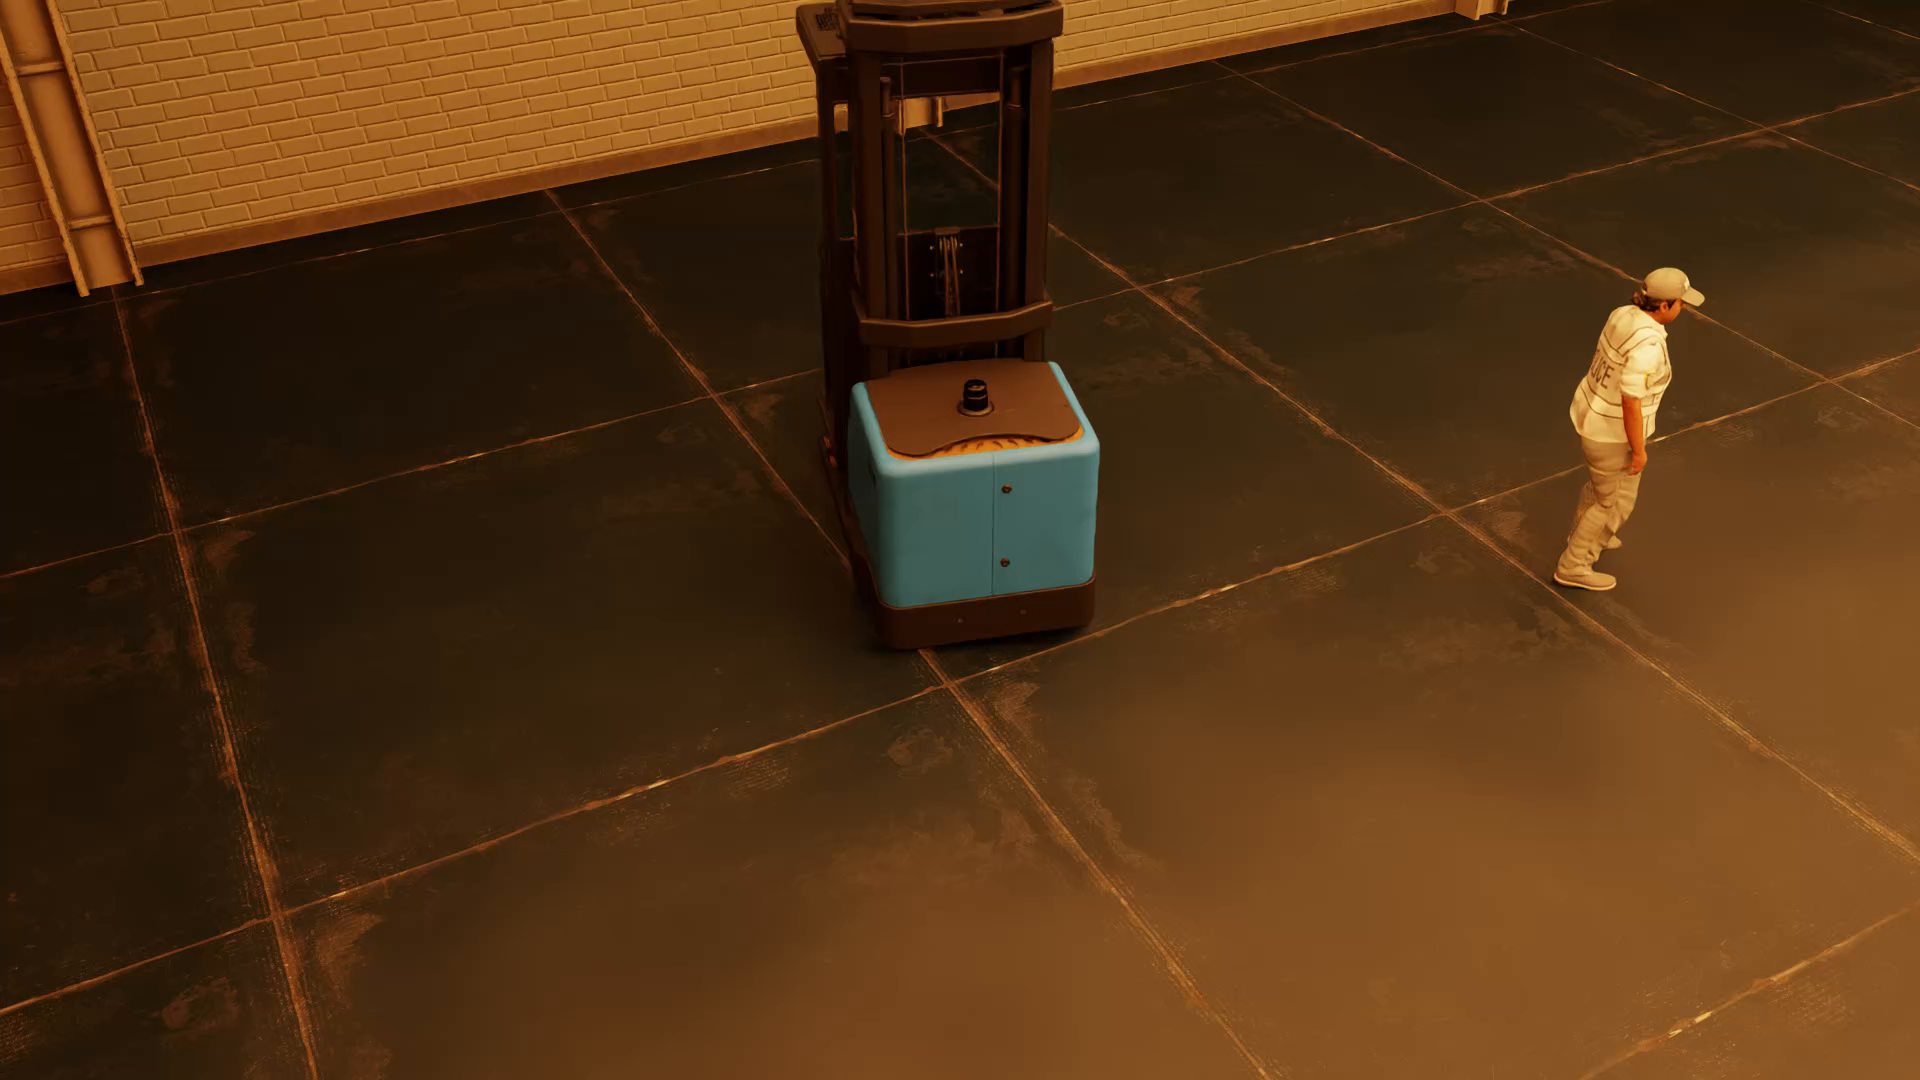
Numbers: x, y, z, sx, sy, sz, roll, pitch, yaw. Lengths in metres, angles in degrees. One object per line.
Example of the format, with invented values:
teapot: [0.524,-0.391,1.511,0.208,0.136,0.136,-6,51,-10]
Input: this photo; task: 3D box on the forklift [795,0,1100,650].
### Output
forklift: [-0.167,-1.529,8.286,1.130,2.935,3.031,-7,36,-10]

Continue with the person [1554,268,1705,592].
person: [3.182,-0.533,8.002,0.465,1.682,0.552,3,35,5]
